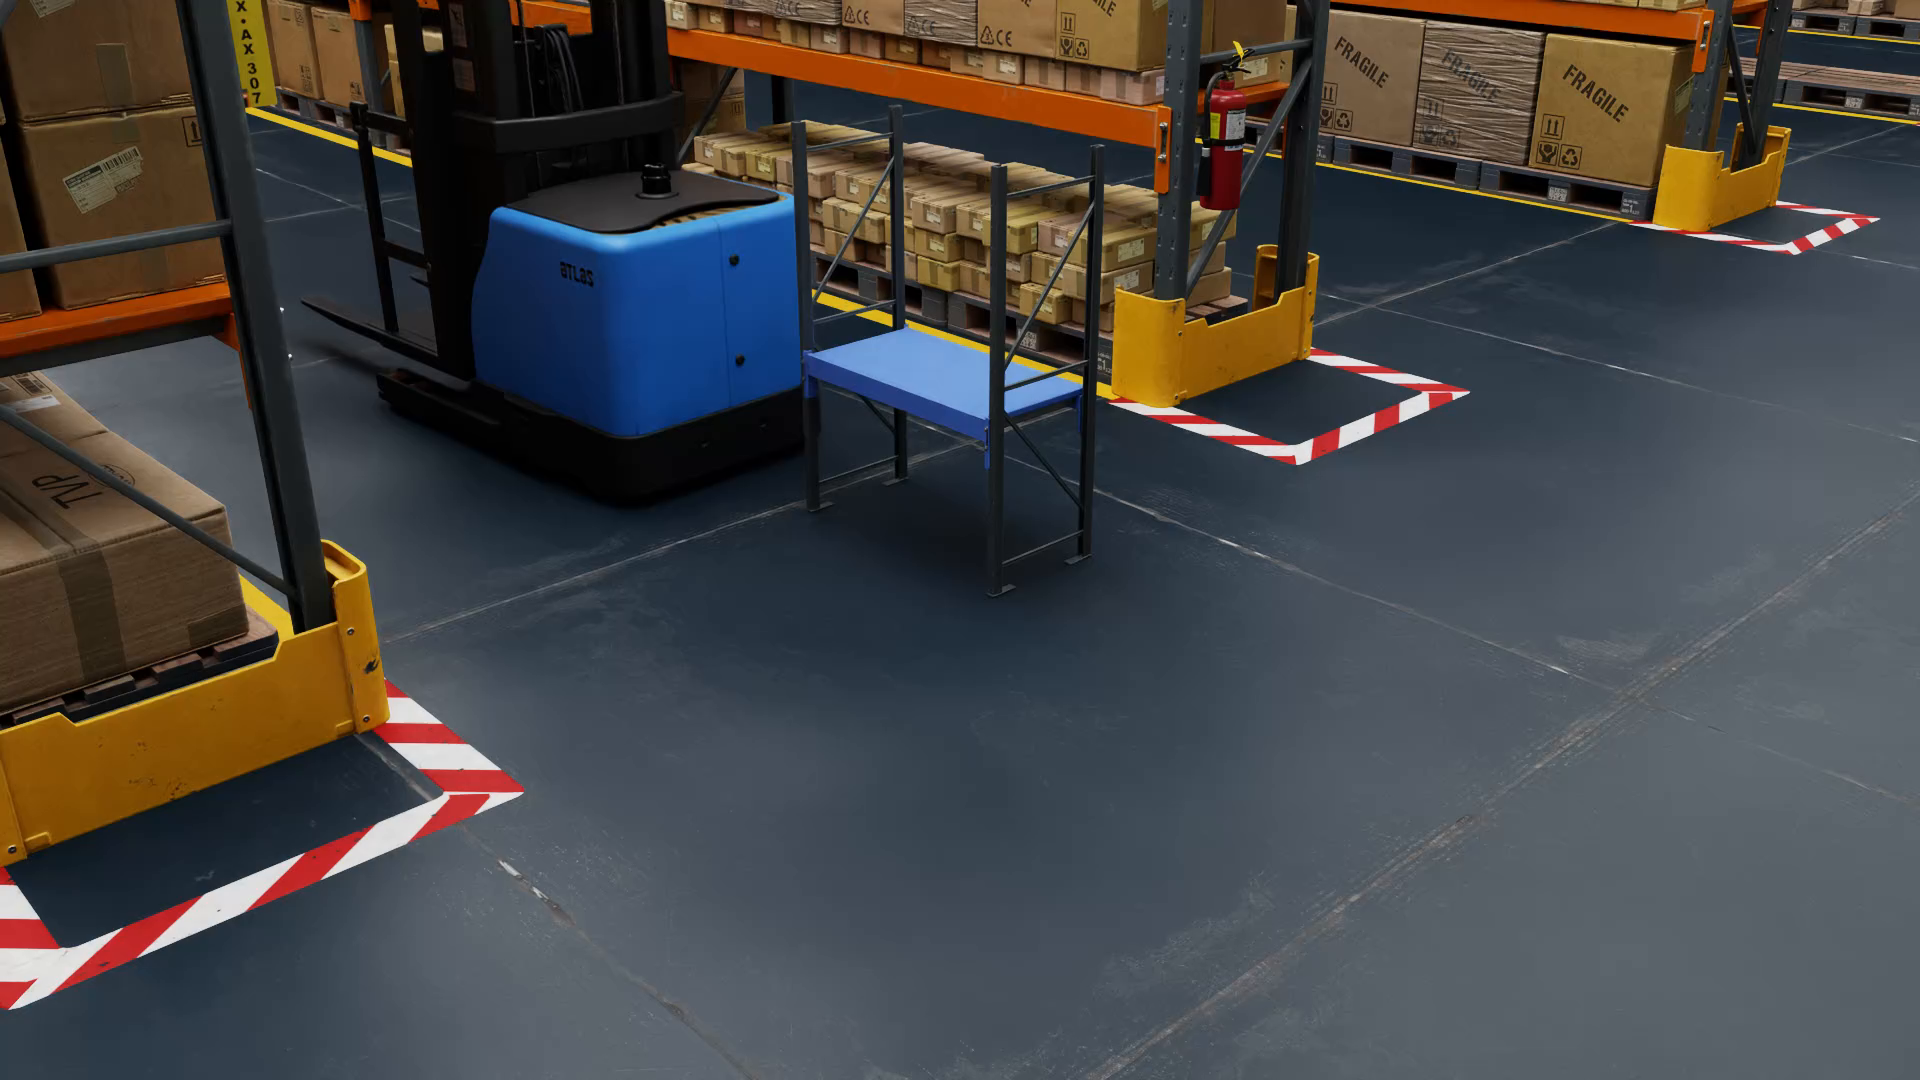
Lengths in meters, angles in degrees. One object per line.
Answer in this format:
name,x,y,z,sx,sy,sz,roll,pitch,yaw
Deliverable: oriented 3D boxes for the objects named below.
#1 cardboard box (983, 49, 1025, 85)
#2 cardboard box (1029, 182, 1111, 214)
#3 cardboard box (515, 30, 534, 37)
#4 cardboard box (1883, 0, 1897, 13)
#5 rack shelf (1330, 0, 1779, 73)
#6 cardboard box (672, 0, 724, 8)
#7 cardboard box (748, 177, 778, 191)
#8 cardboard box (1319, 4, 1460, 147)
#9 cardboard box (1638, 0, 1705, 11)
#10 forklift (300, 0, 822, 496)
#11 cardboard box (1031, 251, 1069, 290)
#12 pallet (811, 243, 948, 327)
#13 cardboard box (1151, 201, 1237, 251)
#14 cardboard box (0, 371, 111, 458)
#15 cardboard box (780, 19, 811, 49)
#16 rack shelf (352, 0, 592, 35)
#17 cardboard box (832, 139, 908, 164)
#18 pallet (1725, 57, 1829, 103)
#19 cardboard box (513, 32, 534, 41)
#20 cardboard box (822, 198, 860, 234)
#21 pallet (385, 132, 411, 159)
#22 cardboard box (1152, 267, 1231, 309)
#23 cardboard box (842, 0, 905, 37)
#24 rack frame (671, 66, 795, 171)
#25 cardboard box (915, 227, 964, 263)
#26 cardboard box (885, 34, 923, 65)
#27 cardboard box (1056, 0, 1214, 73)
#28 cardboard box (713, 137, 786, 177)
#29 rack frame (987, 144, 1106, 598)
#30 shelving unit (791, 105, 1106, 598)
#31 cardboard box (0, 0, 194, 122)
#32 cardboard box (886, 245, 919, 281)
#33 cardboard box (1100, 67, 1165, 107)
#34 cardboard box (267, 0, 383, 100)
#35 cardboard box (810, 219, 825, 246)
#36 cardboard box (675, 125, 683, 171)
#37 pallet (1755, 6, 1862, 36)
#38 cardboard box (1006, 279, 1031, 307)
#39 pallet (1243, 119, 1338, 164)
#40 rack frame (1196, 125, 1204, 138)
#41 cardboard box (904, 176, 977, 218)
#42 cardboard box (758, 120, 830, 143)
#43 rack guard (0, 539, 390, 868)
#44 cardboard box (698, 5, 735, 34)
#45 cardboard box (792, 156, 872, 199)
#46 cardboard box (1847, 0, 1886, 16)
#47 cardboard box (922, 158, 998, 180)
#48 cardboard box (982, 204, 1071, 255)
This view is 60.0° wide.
cardboard box,0.330,-2.280,7.937,0.380,0.149,0.250,-20,31,-37
cardboard box,0.580,-1.781,8.752,0.250,0.149,0.380,22,32,39
cardboard box,-2.845,-3.525,11.965,0.500,0.250,0.500,-20,31,-37
cardboard box,10.574,-6.202,18.941,0.500,0.311,0.500,-21,32,-38
rack shelf,3.598,-3.802,11.838,1.077,0.370,4.000,-21,32,-38
cardboard box,-1.304,-3.318,9.431,0.500,0.500,0.500,-22,32,-39
cardboard box,-1.013,-2.073,9.751,0.380,0.149,0.250,-21,32,-39
cardboard box,3.239,-3.465,12.285,0.875,0.875,0.875,-21,32,-38
cardboard box,4.481,-3.424,10.444,0.380,0.149,0.250,-20,32,-38
forklift,-2.004,-2.012,7.130,3.031,2.935,1.130,22,32,39
cardboard box,0.567,-1.350,8.166,0.380,0.149,0.250,-22,33,-40
pallet,-0.136,-1.527,9.344,1.003,0.211,1.213,-21,32,-38
cardboard box,1.165,-1.567,8.283,0.250,0.149,0.380,22,32,39
cardboard box,-3.425,-0.184,5.621,0.875,0.438,0.875,-20,31,-37
cardboard box,-0.746,-2.764,8.998,0.380,0.149,0.250,-21,32,-38
rack shelf,-2.825,-3.638,11.477,1.077,0.370,4.000,-21,32,-38
cardboard box,-0.526,-2.250,9.779,0.380,0.149,0.250,-20,31,-37
pallet,7.216,-4.291,15.401,1.003,0.211,1.213,-21,32,-38
cardboard box,-3.222,-3.381,11.650,0.500,0.250,0.500,-21,32,-38
cardboard box,-0.534,-1.806,9.166,0.380,0.149,0.250,-22,32,-39
pallet,-3.659,-3.065,12.715,1.003,0.211,1.213,-21,32,-38
cardboard box,1.151,-1.291,8.395,0.380,0.149,0.250,-20,32,-37
cardboard box,-0.255,-2.854,8.412,0.500,0.500,0.500,-19,31,-36
rack frame,-1.458,-3.359,9.999,1.000,3.000,0.127,-21,32,-38
cardboard box,-0.013,-1.566,8.639,0.380,0.149,0.250,-21,32,-38
cardboard box,-0.163,-2.543,8.512,0.380,0.149,0.250,-21,32,-38
cardboard box,0.780,-2.391,7.399,0.500,0.500,0.500,-20,32,-37
cardboard box,-1.229,-2.261,9.803,0.380,0.149,0.250,-19,31,-36
rack frame,0.289,-0.554,5.658,0.500,1.500,0.032,-21,32,-38
shelving unit,-0.058,-0.708,5.995,0.538,1.500,1.048,-21,32,-38
cardboard box,-2.389,-1.439,4.465,0.500,0.500,0.500,-22,33,-40
cardboard box,-0.174,-1.514,8.885,0.380,0.149,0.250,-20,32,-37
cardboard box,0.846,-2.052,7.436,0.380,0.149,0.250,-21,32,-38
cardboard box,-5.143,-4.213,14.075,1.050,0.750,0.750,-21,32,-38
cardboard box,-0.635,-1.776,9.458,0.250,0.149,0.380,22,33,40
cardboard box,-2.148,-2.566,10.766,0.500,0.500,0.500,-22,32,-39
pallet,9.934,-6.068,19.296,1.003,0.211,1.213,-21,32,-38
cardboard box,0.396,-1.295,8.404,0.380,0.149,0.250,-21,32,-39
pallet,2.694,-3.214,13.042,1.003,0.211,1.213,-21,32,-38
rack frame,2.231,-4.736,13.017,1.000,3.000,0.127,-21,32,-38
cardboard box,-0.125,-1.809,8.813,0.250,0.149,0.380,23,33,40
cardboard box,-1.025,-2.490,10.306,0.380,0.149,0.250,-20,31,-37
rack guard,-2.252,0.432,4.701,1.175,0.500,0.348,-21,32,-38
cardboard box,-1.273,-3.009,9.535,0.380,0.149,0.250,-20,31,-37
cardboard box,-0.711,-2.025,9.287,0.380,0.149,0.250,-20,31,-37
cardboard box,10.192,-6.008,18.690,0.380,0.166,0.250,-21,32,-38
cardboard box,0.010,-2.009,9.252,0.380,0.149,0.250,-21,32,-38
cardboard box,0.329,-1.535,8.214,0.380,0.149,0.250,-22,33,-40
